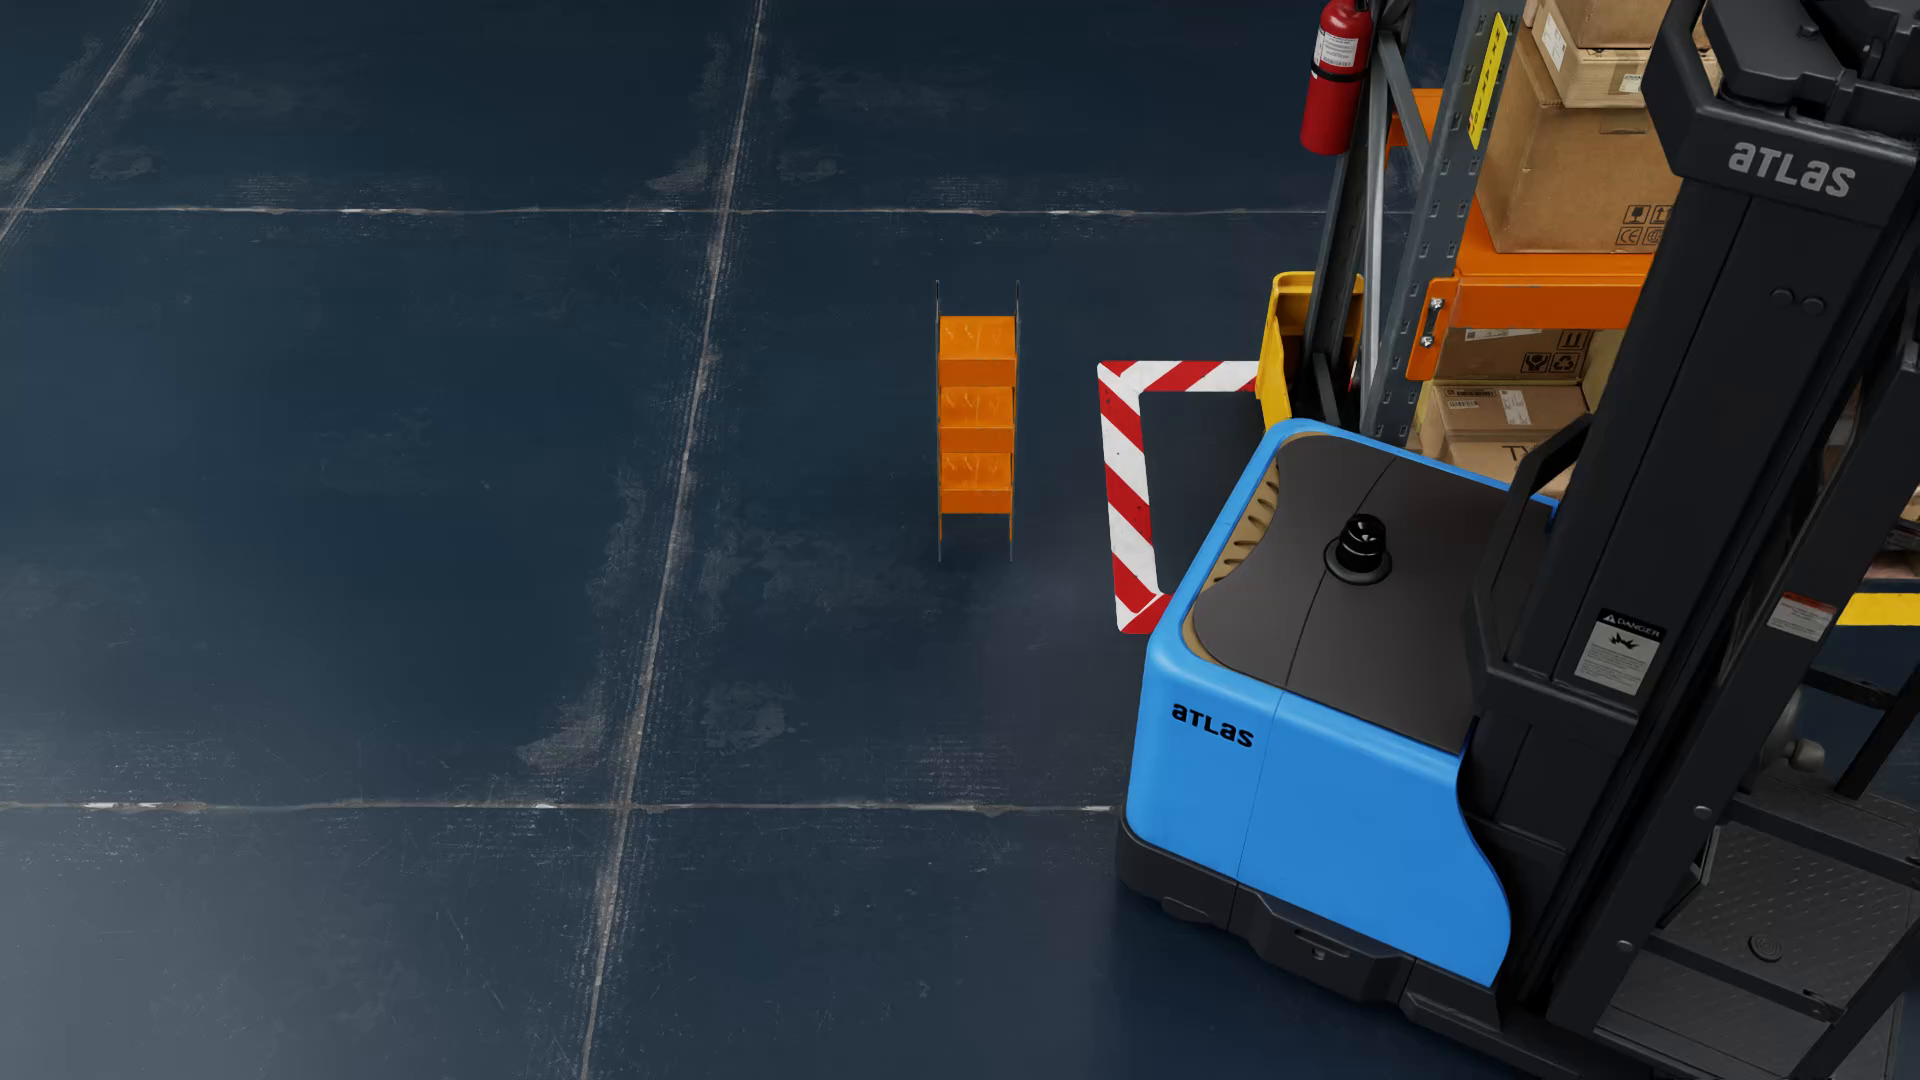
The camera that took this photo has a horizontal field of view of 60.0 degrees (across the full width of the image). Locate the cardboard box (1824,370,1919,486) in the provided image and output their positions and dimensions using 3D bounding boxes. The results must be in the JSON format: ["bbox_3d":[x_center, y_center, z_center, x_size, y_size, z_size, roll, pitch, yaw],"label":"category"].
[{"bbox_3d":[2.844,-0.520,5.264,0.500,0.500,0.500,0,47,0],"label":"cardboard box"}]

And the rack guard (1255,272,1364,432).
[{"bbox_3d":[1.285,-0.362,5.746,0.348,0.500,1.175,0,47,0],"label":"rack guard"}]

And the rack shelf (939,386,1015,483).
[{"bbox_3d":[0.054,-0.350,5.373,0.240,0.259,0.215,0,47,0],"label":"rack shelf"}]

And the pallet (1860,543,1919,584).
[{"bbox_3d":[3.291,-0.287,5.873,1.213,0.211,1.003,0,47,0],"label":"pallet"}]

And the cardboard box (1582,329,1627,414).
[{"bbox_3d":[2.344,-0.512,5.256,0.500,0.500,0.500,0,47,0],"label":"cardboard box"}]

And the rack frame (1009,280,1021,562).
[{"bbox_3d":[0.176,-0.357,5.365,0.008,1.050,0.200,0,47,0],"label":"rack frame"}]

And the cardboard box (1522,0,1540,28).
[{"bbox_3d":[1.692,-1.608,4.686,0.250,0.149,0.380,-1,47,-1],"label":"cardboard box"}]

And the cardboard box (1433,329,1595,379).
[{"bbox_3d":[1.846,-0.892,5.610,0.500,0.500,0.500,0,47,0],"label":"cardboard box"}]

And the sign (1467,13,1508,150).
[{"bbox_3d":[1.301,-1.130,4.107,0.005,0.325,0.100,0,47,0],"label":"sign"}]

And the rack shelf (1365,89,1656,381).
[{"bbox_3d":[3.309,-0.964,5.089,4.000,0.370,1.077,0,47,0],"label":"rack shelf"}]

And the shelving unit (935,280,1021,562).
[{"bbox_3d":[0.054,-0.358,5.366,0.252,1.050,0.215,0,47,0],"label":"shelving unit"}]

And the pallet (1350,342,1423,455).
[{"bbox_3d":[2.074,-0.293,5.878,1.213,0.211,1.003,0,47,0],"label":"pallet"}]

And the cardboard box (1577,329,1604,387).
[{"bbox_3d":[2.346,-0.643,5.890,0.500,0.250,0.500,0,47,0],"label":"cardboard box"}]

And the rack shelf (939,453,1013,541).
[{"bbox_3d":[0.054,-0.161,5.577,0.240,0.259,0.215,0,47,0],"label":"rack shelf"}]

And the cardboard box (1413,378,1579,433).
[{"bbox_3d":[1.846,-0.635,5.884,0.500,0.250,0.500,0,47,0],"label":"cardboard box"}]

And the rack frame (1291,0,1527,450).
[{"bbox_3d":[1.309,-1.214,4.831,0.127,3.000,1.000,0,47,0],"label":"rack frame"}]

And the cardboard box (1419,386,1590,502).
[{"bbox_3d":[1.844,-0.256,5.531,0.500,0.250,0.500,0,47,0],"label":"cardboard box"}]

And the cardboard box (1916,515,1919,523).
[{"bbox_3d":[3.344,-0.251,5.526,0.500,0.250,0.500,0,47,0],"label":"cardboard box"}]

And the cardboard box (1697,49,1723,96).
[{"bbox_3d":[1.964,-1.312,4.410,0.250,0.149,0.380,-1,47,-1],"label":"cardboard box"}]

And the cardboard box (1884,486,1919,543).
[{"bbox_3d":[2.844,-0.256,5.530,0.500,0.250,0.500,0,47,0],"label":"cardboard box"}]

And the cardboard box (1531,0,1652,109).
[{"bbox_3d":[1.700,-1.310,4.409,0.250,0.149,0.380,0,47,0],"label":"cardboard box"}]

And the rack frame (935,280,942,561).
[{"bbox_3d":[-0.068,-0.358,5.366,0.008,1.050,0.200,0,47,0],"label":"rack frame"}]

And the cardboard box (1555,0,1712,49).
[{"bbox_3d":[1.828,-1.679,4.309,0.500,0.500,0.700,0,47,0],"label":"cardboard box"}]

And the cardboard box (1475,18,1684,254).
[{"bbox_3d":[1.776,-1.237,4.784,0.500,0.500,0.700,0,47,0],"label":"cardboard box"}]

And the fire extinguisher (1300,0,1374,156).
[{"bbox_3d":[1.192,-1.528,5.176,0.183,0.674,0.296,0,47,0],"label":"fire extinguisher"}]

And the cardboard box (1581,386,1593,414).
[{"bbox_3d":[2.344,-0.257,5.532,0.500,0.250,0.500,0,47,0],"label":"cardboard box"}]

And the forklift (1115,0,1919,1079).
[{"bbox_3d":[1.994,0.180,3.580,3.031,2.935,1.130,21,50,18],"label":"forklift"}]

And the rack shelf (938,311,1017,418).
[{"bbox_3d":[0.054,-0.544,5.166,0.240,0.259,0.215,0,47,0],"label":"rack shelf"}]
